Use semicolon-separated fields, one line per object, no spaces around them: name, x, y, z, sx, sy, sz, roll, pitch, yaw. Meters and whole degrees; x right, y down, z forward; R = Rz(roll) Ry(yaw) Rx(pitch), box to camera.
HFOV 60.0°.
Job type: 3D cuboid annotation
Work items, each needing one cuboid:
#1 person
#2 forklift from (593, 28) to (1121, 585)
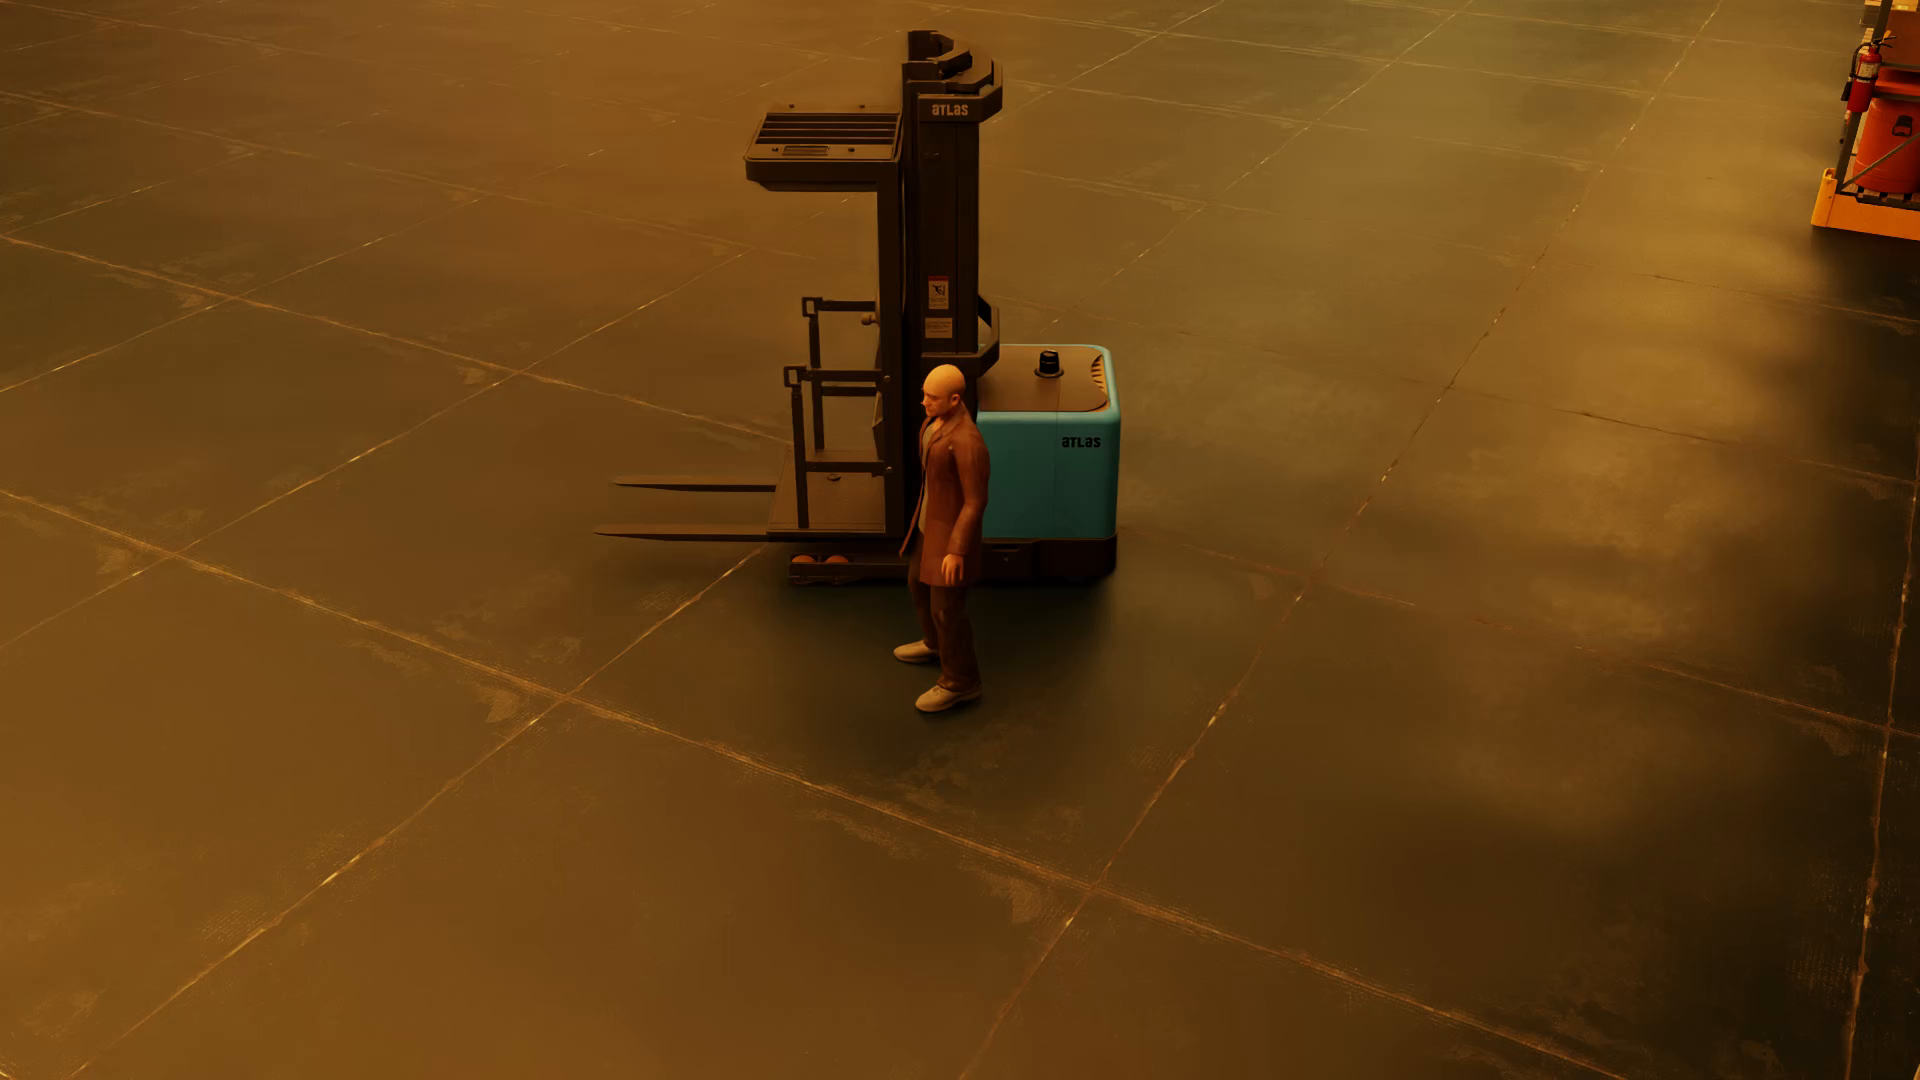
person;-0.107;-0.055;8.332;0.434;1.766;0.778;-9;31;-16
forklift;-0.610;-1.275;9.279;3.031;2.935;1.130;0;30;1
